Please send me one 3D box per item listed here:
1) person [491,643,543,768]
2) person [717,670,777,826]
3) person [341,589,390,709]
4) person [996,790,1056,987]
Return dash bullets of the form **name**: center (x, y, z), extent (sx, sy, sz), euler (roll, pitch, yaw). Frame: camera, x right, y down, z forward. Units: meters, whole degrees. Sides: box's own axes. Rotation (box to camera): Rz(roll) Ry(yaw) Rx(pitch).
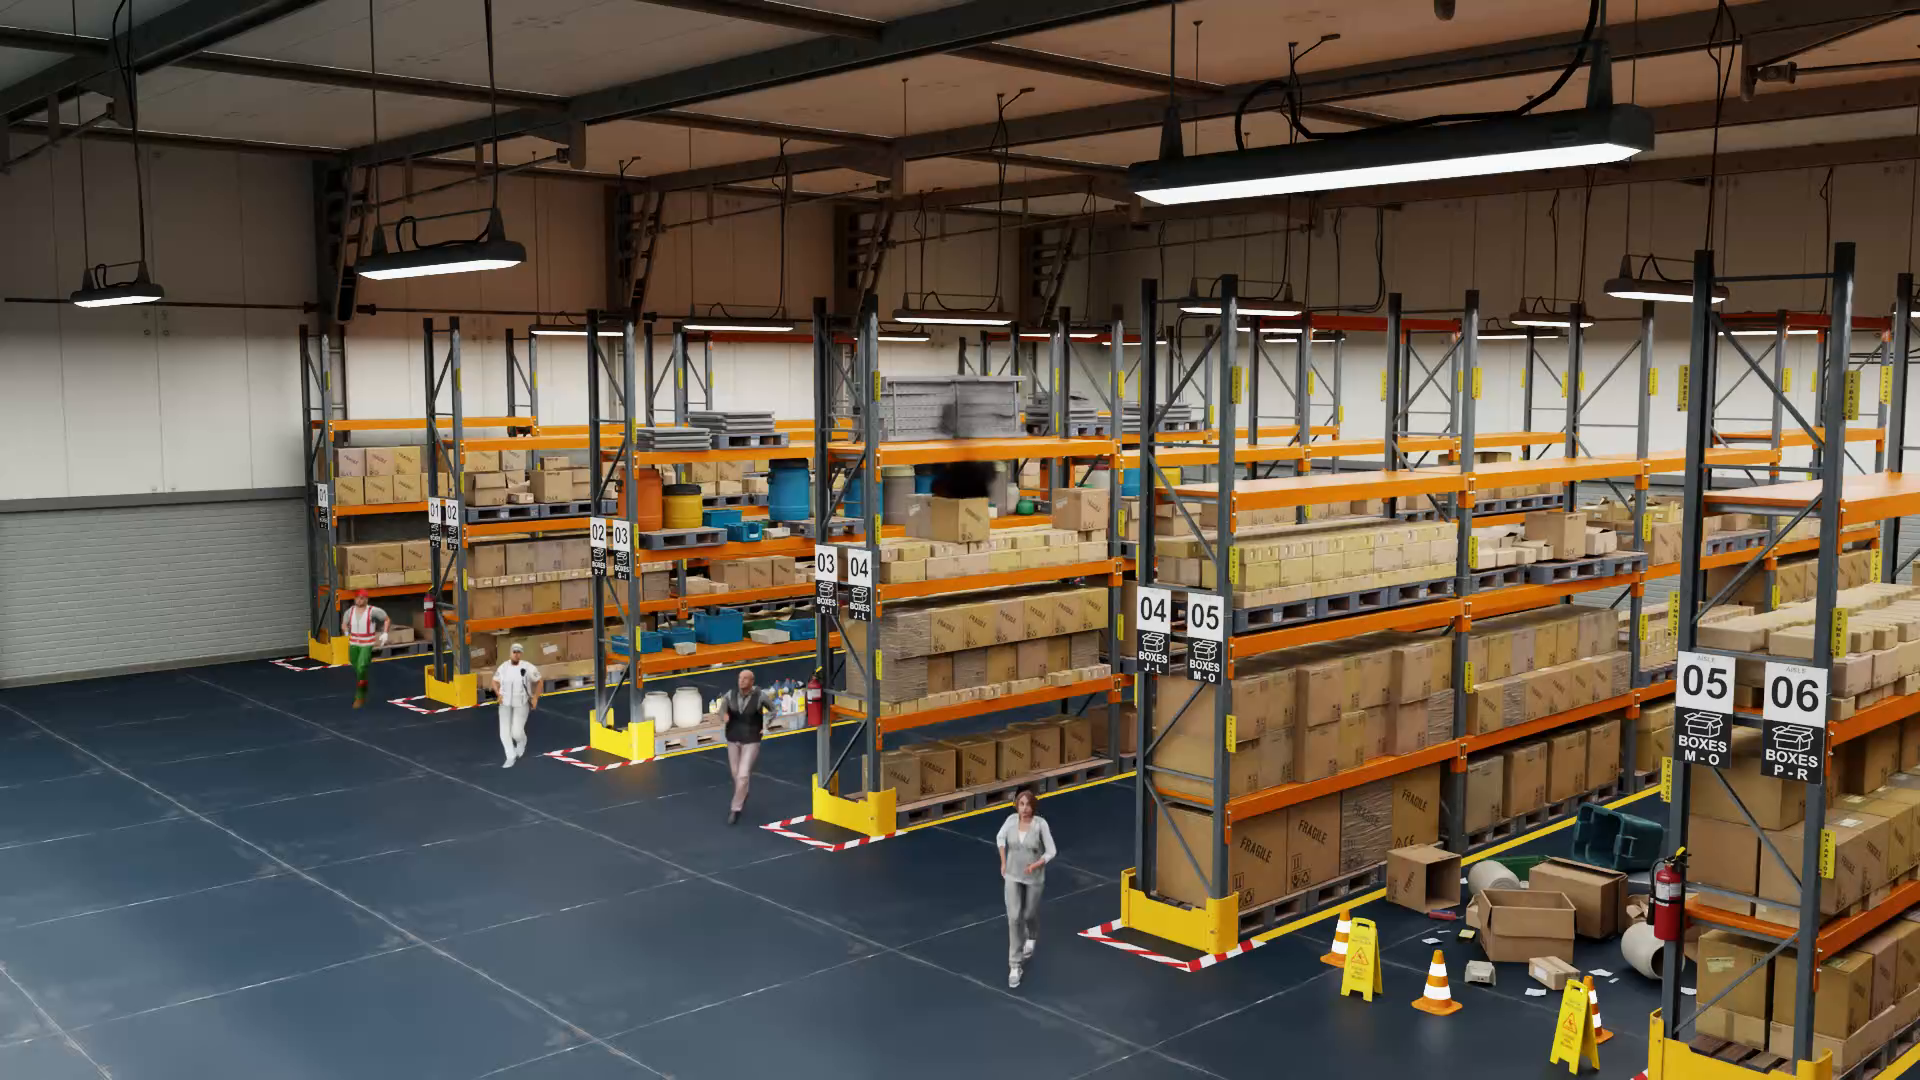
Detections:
- **person**: center (-5.822, 2.166, 21.852), extent (0.642, 1.628, 0.534), euler (0, 6, -1)
- **person**: center (-2.484, 2.368, 19.287), extent (0.663, 1.768, 0.821), euler (2, 6, 16)
- **person**: center (-9.264, 1.660, 25.865), extent (0.696, 1.840, 0.803), euler (1, 6, 7)
- **person**: center (0.561, 2.927, 14.284), extent (0.540, 1.606, 0.804), euler (1, 6, 9)
